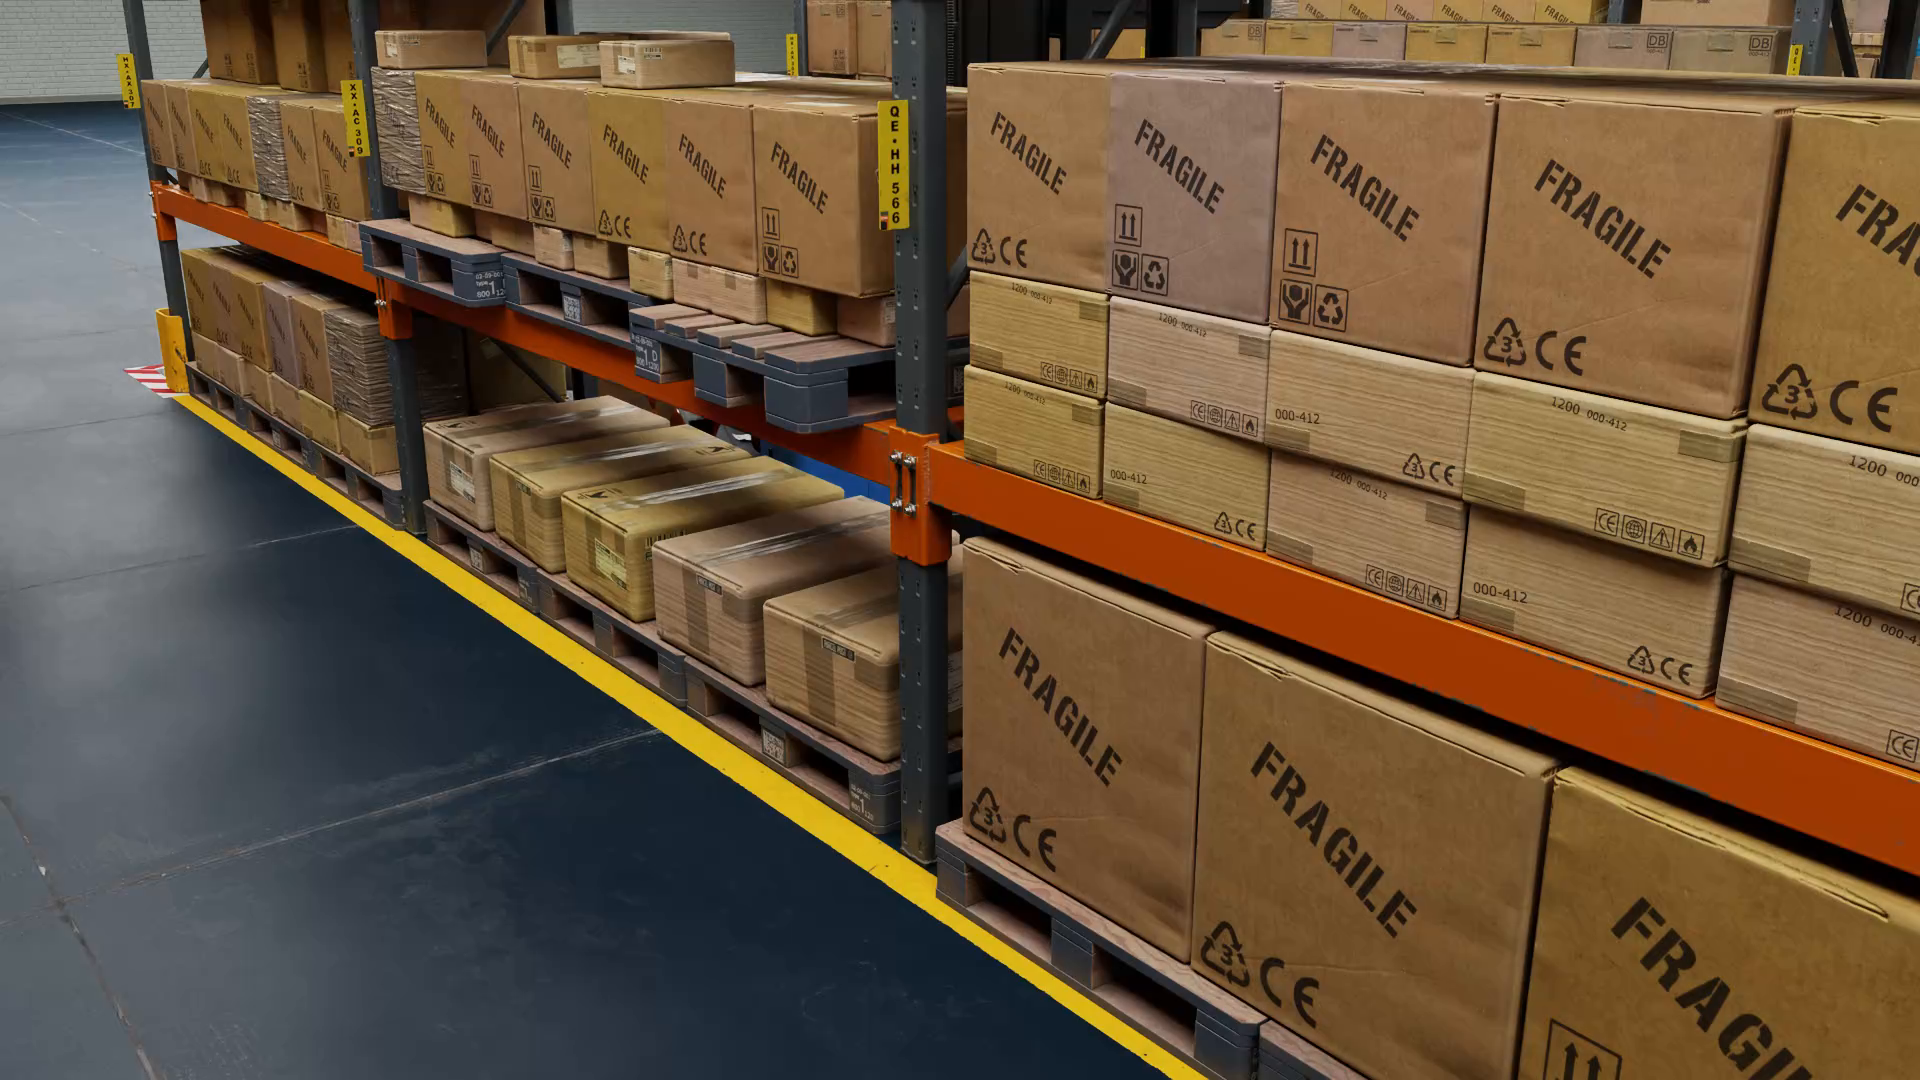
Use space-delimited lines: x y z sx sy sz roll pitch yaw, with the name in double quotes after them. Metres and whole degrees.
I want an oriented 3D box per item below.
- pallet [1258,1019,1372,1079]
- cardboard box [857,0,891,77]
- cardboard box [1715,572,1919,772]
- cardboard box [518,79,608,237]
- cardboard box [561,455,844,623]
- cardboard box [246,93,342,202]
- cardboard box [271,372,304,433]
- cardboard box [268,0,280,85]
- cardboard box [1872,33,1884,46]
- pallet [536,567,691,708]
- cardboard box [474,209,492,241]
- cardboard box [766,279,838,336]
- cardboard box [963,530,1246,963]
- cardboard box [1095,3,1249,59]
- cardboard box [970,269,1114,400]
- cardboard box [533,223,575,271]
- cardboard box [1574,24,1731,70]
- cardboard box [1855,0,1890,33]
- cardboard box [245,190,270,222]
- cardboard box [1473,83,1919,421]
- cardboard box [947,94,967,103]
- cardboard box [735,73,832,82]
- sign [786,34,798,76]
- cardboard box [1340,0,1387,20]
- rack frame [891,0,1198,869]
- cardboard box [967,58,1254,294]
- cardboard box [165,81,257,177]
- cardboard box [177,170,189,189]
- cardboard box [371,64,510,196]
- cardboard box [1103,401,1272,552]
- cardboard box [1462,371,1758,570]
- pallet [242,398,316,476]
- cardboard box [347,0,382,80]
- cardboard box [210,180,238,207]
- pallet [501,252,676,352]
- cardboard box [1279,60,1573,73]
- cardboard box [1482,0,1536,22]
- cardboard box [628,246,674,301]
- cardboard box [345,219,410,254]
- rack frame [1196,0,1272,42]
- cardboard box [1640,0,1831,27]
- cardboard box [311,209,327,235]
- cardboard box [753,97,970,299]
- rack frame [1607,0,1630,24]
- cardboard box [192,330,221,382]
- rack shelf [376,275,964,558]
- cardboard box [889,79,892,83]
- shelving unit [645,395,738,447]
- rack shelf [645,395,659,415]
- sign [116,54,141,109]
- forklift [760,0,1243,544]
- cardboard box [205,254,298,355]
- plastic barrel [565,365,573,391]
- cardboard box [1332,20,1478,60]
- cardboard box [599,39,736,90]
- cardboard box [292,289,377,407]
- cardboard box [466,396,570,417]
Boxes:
1.435 1.270 3.692 1.003 0.211 1.213 -14 23 -36 "pallet"
-0.284 -3.893 12.891 0.875 0.550 0.550 -14 23 -36 "cardboard box"
1.645 0.178 2.790 0.500 0.250 0.500 -15 23 -38 "cardboard box"
-1.231 -1.393 5.998 0.500 0.500 0.500 -15 24 -38 "cardboard box"
-1.022 -0.025 6.677 0.950 0.372 0.625 -13 22 -34 "cardboard box"
-3.354 -2.051 8.653 0.500 0.500 0.500 -13 22 -35 "cardboard box"
-3.461 -0.792 9.188 0.500 0.250 0.500 -14 23 -35 "cardboard box"
-3.522 -2.883 9.574 0.700 0.500 0.500 -14 23 -37 "cardboard box"
11.697 -6.301 20.929 0.380 0.149 0.250 -14 23 -37 "cardboard box"
-0.986 0.267 6.720 1.003 0.211 1.213 -14 23 -36 "pallet"
-1.753 -1.313 6.788 0.380 0.149 0.250 -12 22 -33 "cardboard box"
-0.360 -0.730 5.027 0.380 0.149 0.250 -14 23 -35 "cardboard box"
0.615 0.432 4.497 0.875 0.875 0.875 -14 23 -37 "cardboard box"
1.383 -3.221 10.863 0.875 0.550 0.550 -14 23 -36 "cardboard box"
0.372 -0.556 4.214 0.500 0.250 0.500 -14 23 -36 "cardboard box"
-1.349 -1.105 6.158 0.380 0.149 0.250 -13 22 -34 "cardboard box"
3.483 -2.313 8.327 0.700 0.500 0.500 -14 23 -37 "cardboard box"
11.778 -6.681 21.046 0.700 0.500 0.500 -14 23 -36 "cardboard box"
-3.628 -1.824 9.000 0.380 0.149 0.250 -14 23 -36 "cardboard box"
1.301 -0.540 2.973 0.500 0.500 0.500 -14 23 -35 "cardboard box"
0.153 -1.107 5.135 0.500 0.500 0.500 -15 23 -38 "cardboard box"
-0.815 -1.489 6.286 0.500 0.500 0.500 -15 24 -38 "cardboard box"
-1.337 -3.867 13.267 0.100 0.325 0.005 -14 23 -36 "sign"
3.797 -4.696 15.049 0.500 0.500 0.500 -14 23 -36 "cardboard box"
0.251 -0.563 4.792 1.000 3.000 0.127 -14 23 -36 "rack frame"
0.366 -0.916 4.108 0.500 0.500 0.500 -15 23 -38 "cardboard box"
-4.315 -2.425 9.783 0.500 0.500 0.500 -13 22 -34 "cardboard box"
-4.667 -2.291 10.410 0.380 0.149 0.250 -14 23 -36 "cardboard box"
-2.166 -1.766 7.122 0.500 0.500 0.500 -13 23 -35 "cardboard box"
0.691 -0.199 3.931 0.500 0.250 0.500 -15 23 -38 "cardboard box"
1.297 -0.176 3.066 0.500 0.250 0.500 -13 23 -35 "cardboard box"
-3.439 -0.685 9.594 1.003 0.211 1.213 -14 23 -36 "pallet"
-2.635 -2.493 8.397 0.700 0.500 0.500 -14 23 -36 "cardboard box"
-4.090 -2.022 9.596 0.380 0.149 0.250 -13 22 -35 "cardboard box"
-1.010 -0.952 6.271 1.003 0.211 1.213 -14 23 -36 "pallet"
1.102 -0.884 4.011 0.500 0.500 0.500 -13 23 -35 "cardboard box"
4.730 -4.327 13.934 0.500 0.500 0.500 -14 23 -36 "cardboard box"
-0.883 -0.912 5.577 0.380 0.149 0.250 -13 23 -35 "cardboard box"
-2.671 -1.449 7.867 0.380 0.149 0.250 -14 23 -37 "cardboard box"
1.585 -2.540 10.761 1.000 3.000 0.127 -14 23 -36 "rack frame"
5.920 -3.744 12.776 1.000 1.000 1.000 -14 23 -36 "cardboard box"
-3.075 -1.653 8.483 0.380 0.149 0.250 -14 23 -37 "cardboard box"
-0.249 -1.009 4.838 0.500 0.500 0.500 -15 23 -38 "cardboard box"
5.536 -3.483 13.610 1.000 3.000 0.127 -14 23 -36 "rack frame"
-4.432 -1.176 10.348 0.500 0.250 0.500 -14 23 -37 "cardboard box"
-0.990 -0.715 6.393 1.077 0.370 4.000 -14 23 -36 "rack shelf"
-0.024 -3.220 12.578 0.875 0.550 0.550 -14 23 -36 "cardboard box"
-1.248 -0.504 7.888 0.215 0.252 1.050 -12 63 -32 "shelving unit"
-1.363 -0.728 7.994 0.215 0.240 0.259 -12 63 -32 "rack shelf"
-5.141 -2.840 10.289 0.100 0.325 0.005 -14 23 -36 "sign"
0.606 -1.436 7.536 3.031 2.935 1.130 -4 19 -12 "forklift"
-4.088 -1.398 9.826 0.500 0.500 0.500 -15 24 -38 "cardboard box"
-2.247 -1.098 10.505 0.512 0.421 0.421 1 18 2 "plastic barrel"
2.533 -2.690 9.465 0.700 0.500 0.500 -14 23 -36 "cardboard box"
-0.986 -1.607 5.613 0.380 0.149 0.250 -15 24 -39 "cardboard box"
-3.127 -1.017 8.676 0.500 0.500 0.500 -13 23 -35 "cardboard box"
-2.387 -0.641 8.733 0.500 0.250 0.500 -15 24 -39 "cardboard box"
